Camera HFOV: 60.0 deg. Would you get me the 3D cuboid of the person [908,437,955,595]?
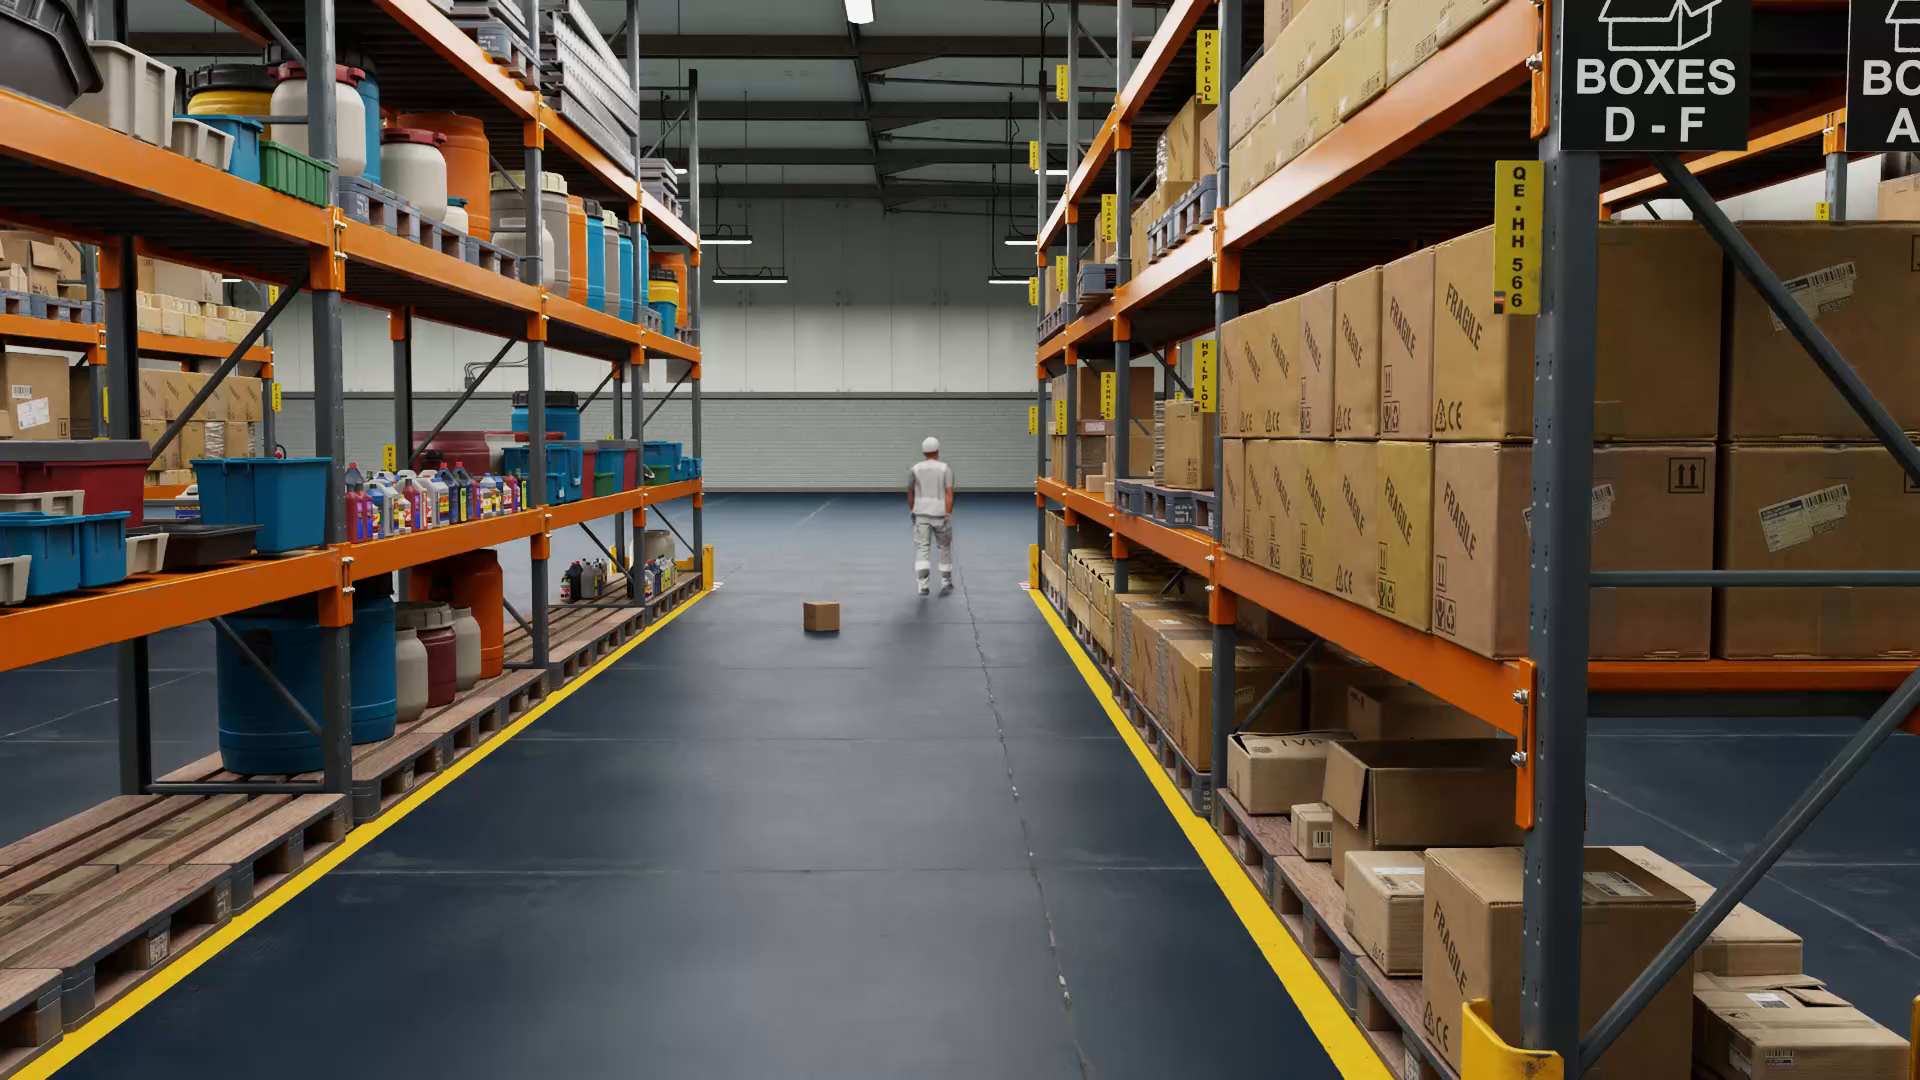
[{"bbox_3d":[-0.307,-0.289,18.684,0.534,1.741,0.958,0,4,6],"label":"person"}]
